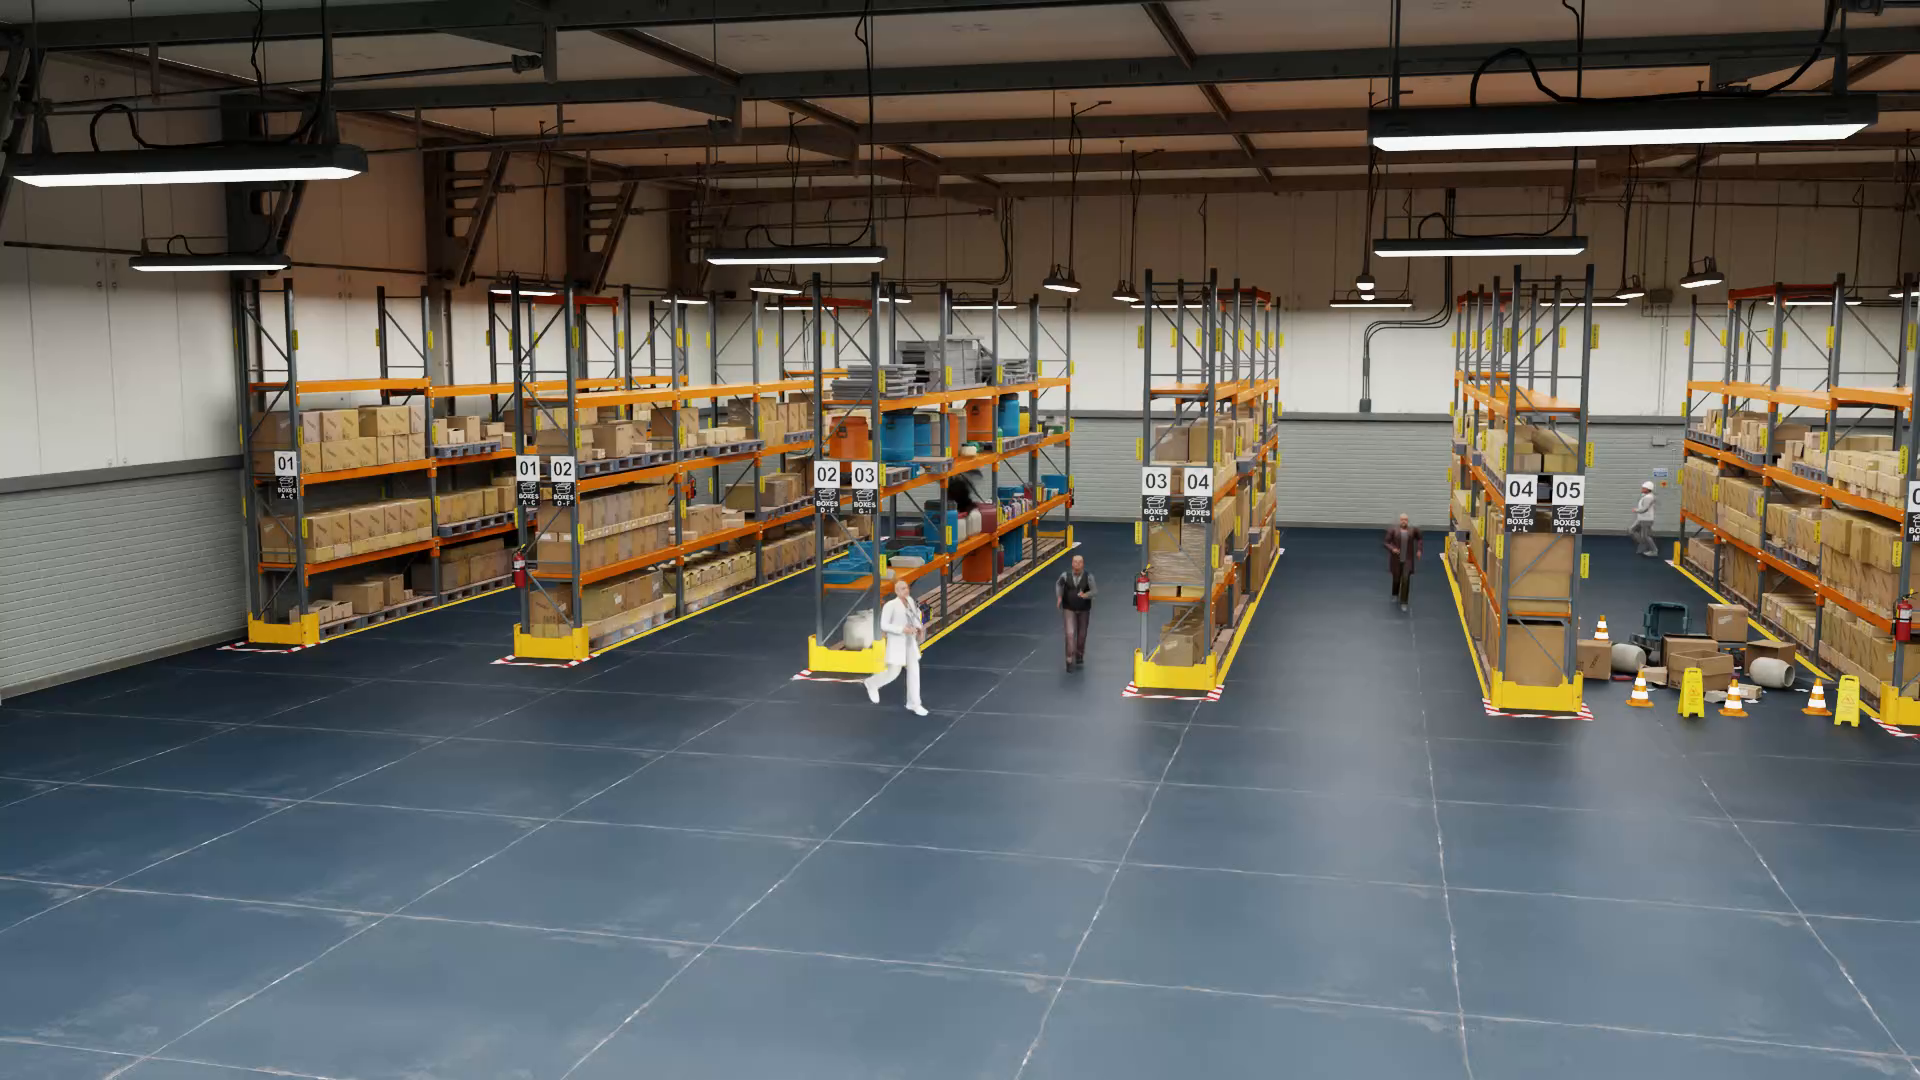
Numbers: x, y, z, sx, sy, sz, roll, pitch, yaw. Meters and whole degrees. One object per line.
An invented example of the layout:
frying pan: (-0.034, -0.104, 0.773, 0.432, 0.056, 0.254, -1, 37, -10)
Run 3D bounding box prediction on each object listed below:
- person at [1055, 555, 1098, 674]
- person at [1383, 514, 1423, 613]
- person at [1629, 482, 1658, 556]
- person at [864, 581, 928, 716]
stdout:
person: (1.777, 1.112, 25.354, 0.631, 1.775, 0.785, 0, 7, 1)
person: (8.262, 0.398, 31.075, 0.727, 1.799, 0.933, 1, 7, 11)
person: (15.879, -0.480, 38.531, 0.645, 1.756, 0.653, 2, 7, 13)
person: (-0.829, 1.431, 22.515, 0.717, 1.790, 1.041, -7, 10, -44)
